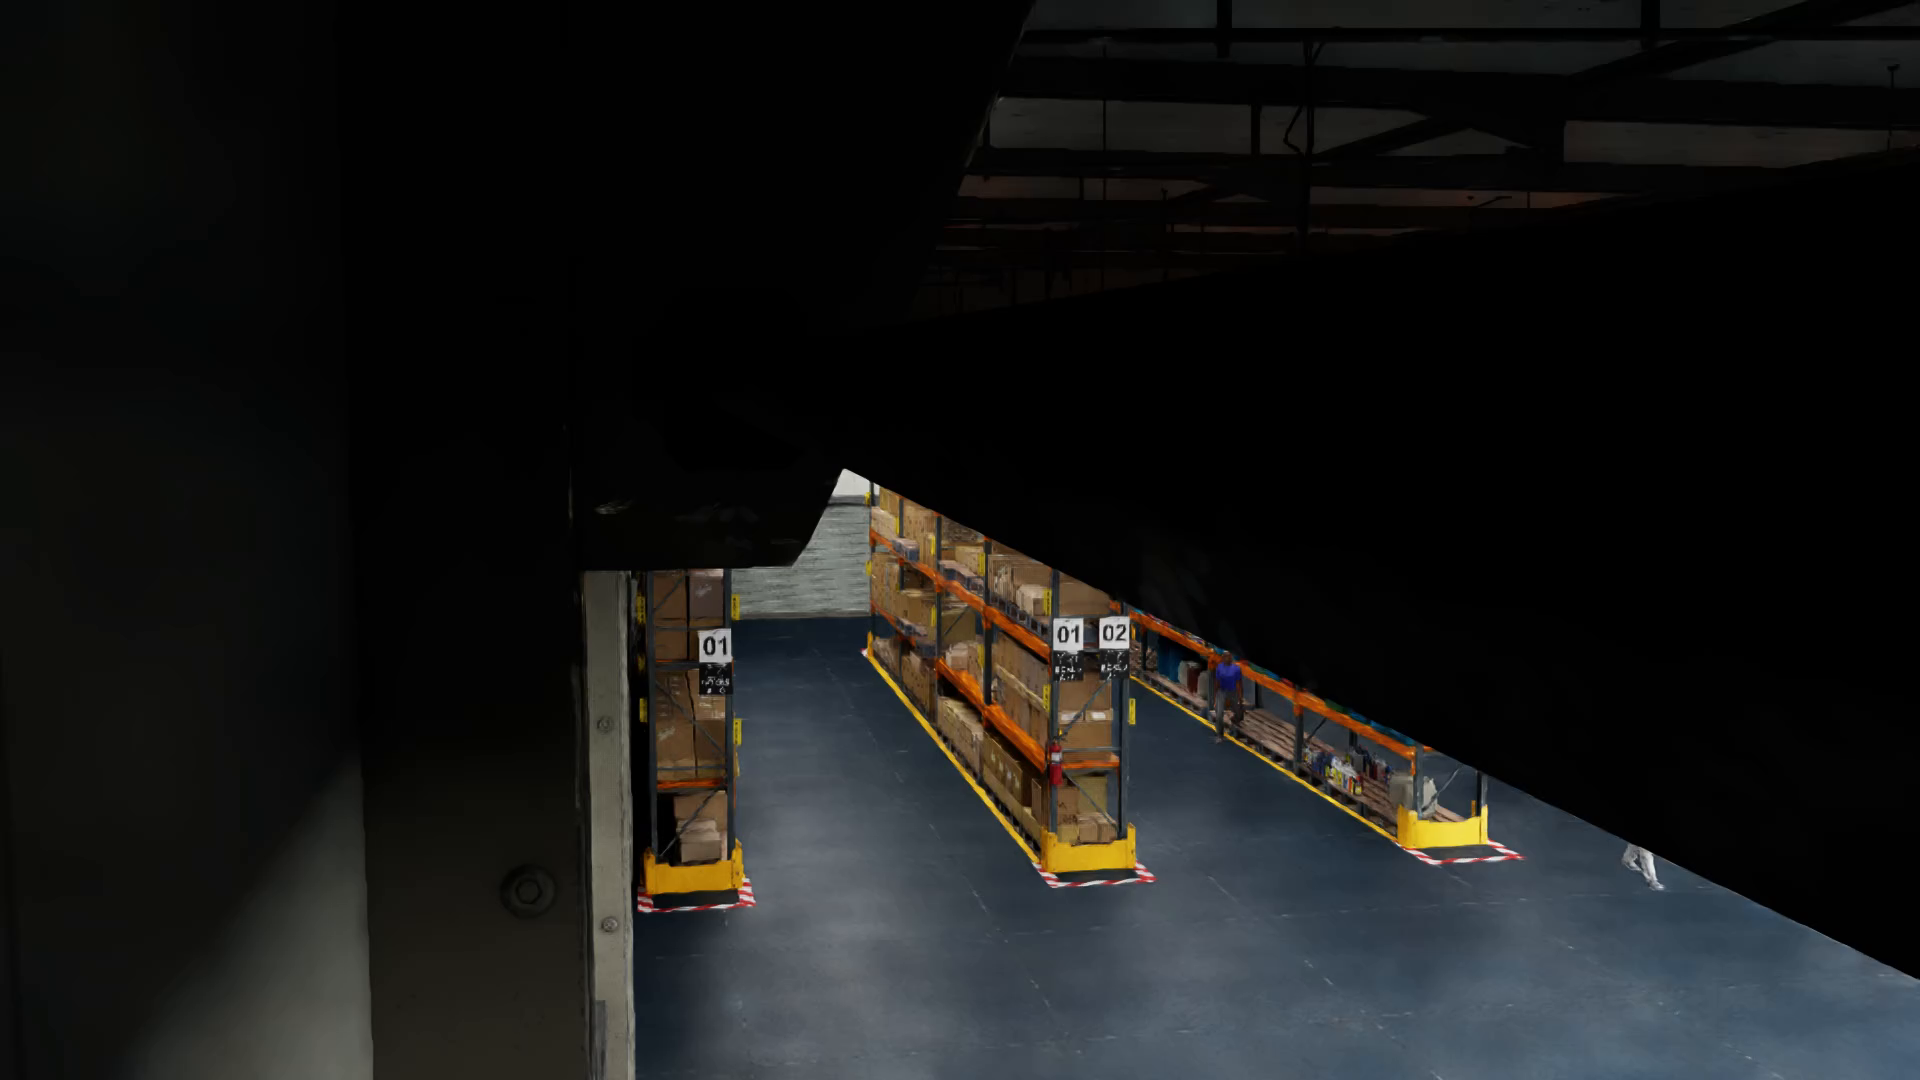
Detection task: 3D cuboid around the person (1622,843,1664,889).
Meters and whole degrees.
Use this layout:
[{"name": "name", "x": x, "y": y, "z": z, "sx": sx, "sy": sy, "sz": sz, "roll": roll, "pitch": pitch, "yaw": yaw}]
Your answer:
[{"name": "person", "x": 8.450, "y": 3.402, "z": 20.414, "sx": 0.481, "sy": 1.583, "sz": 1.093, "roll": -1, "pitch": 6, "yaw": -13}]

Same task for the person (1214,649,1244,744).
[{"name": "person", "x": 4.544, "y": 2.604, "z": 28.097, "sx": 0.508, "sy": 1.591, "sz": 0.940, "roll": 1, "pitch": 6, "yaw": 9}]

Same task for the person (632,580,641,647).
[{"name": "person", "x": -7.149, "y": 1.657, "z": 36.905, "sx": 0.457, "sy": 1.668, "sz": 0.638, "roll": 4, "pitch": 7, "yaw": 35}]
